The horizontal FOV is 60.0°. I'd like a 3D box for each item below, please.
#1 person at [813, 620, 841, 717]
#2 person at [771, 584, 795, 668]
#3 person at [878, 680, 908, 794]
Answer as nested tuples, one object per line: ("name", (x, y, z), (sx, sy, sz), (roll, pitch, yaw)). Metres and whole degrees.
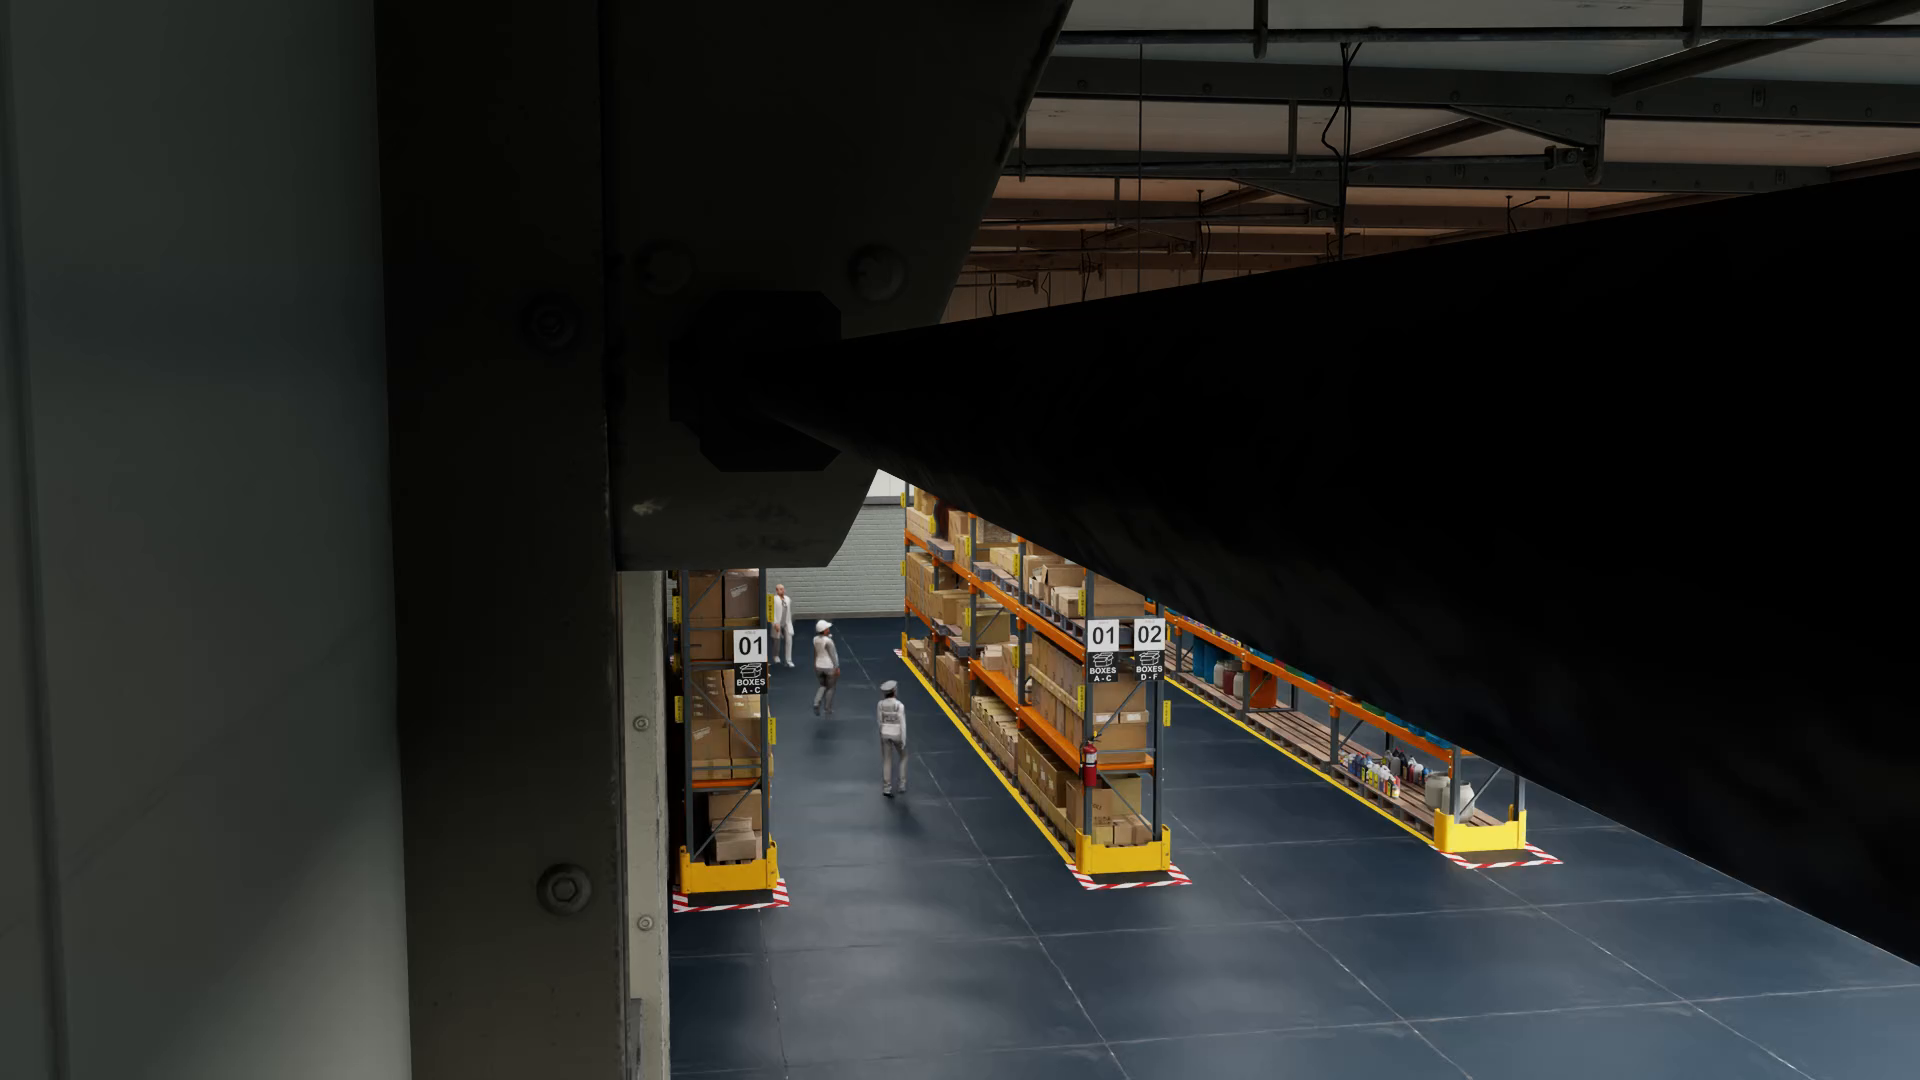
("person", (-2.412, 2.299, 29.850), (0.551, 1.756, 0.481), (4, 7, 31))
("person", (-3.767, 1.788, 34.972), (0.567, 1.715, 1.133), (-2, 6, -15))
("person", (-0.997, 2.951, 24.733), (0.488, 1.751, 0.537), (2, 6, 16))
